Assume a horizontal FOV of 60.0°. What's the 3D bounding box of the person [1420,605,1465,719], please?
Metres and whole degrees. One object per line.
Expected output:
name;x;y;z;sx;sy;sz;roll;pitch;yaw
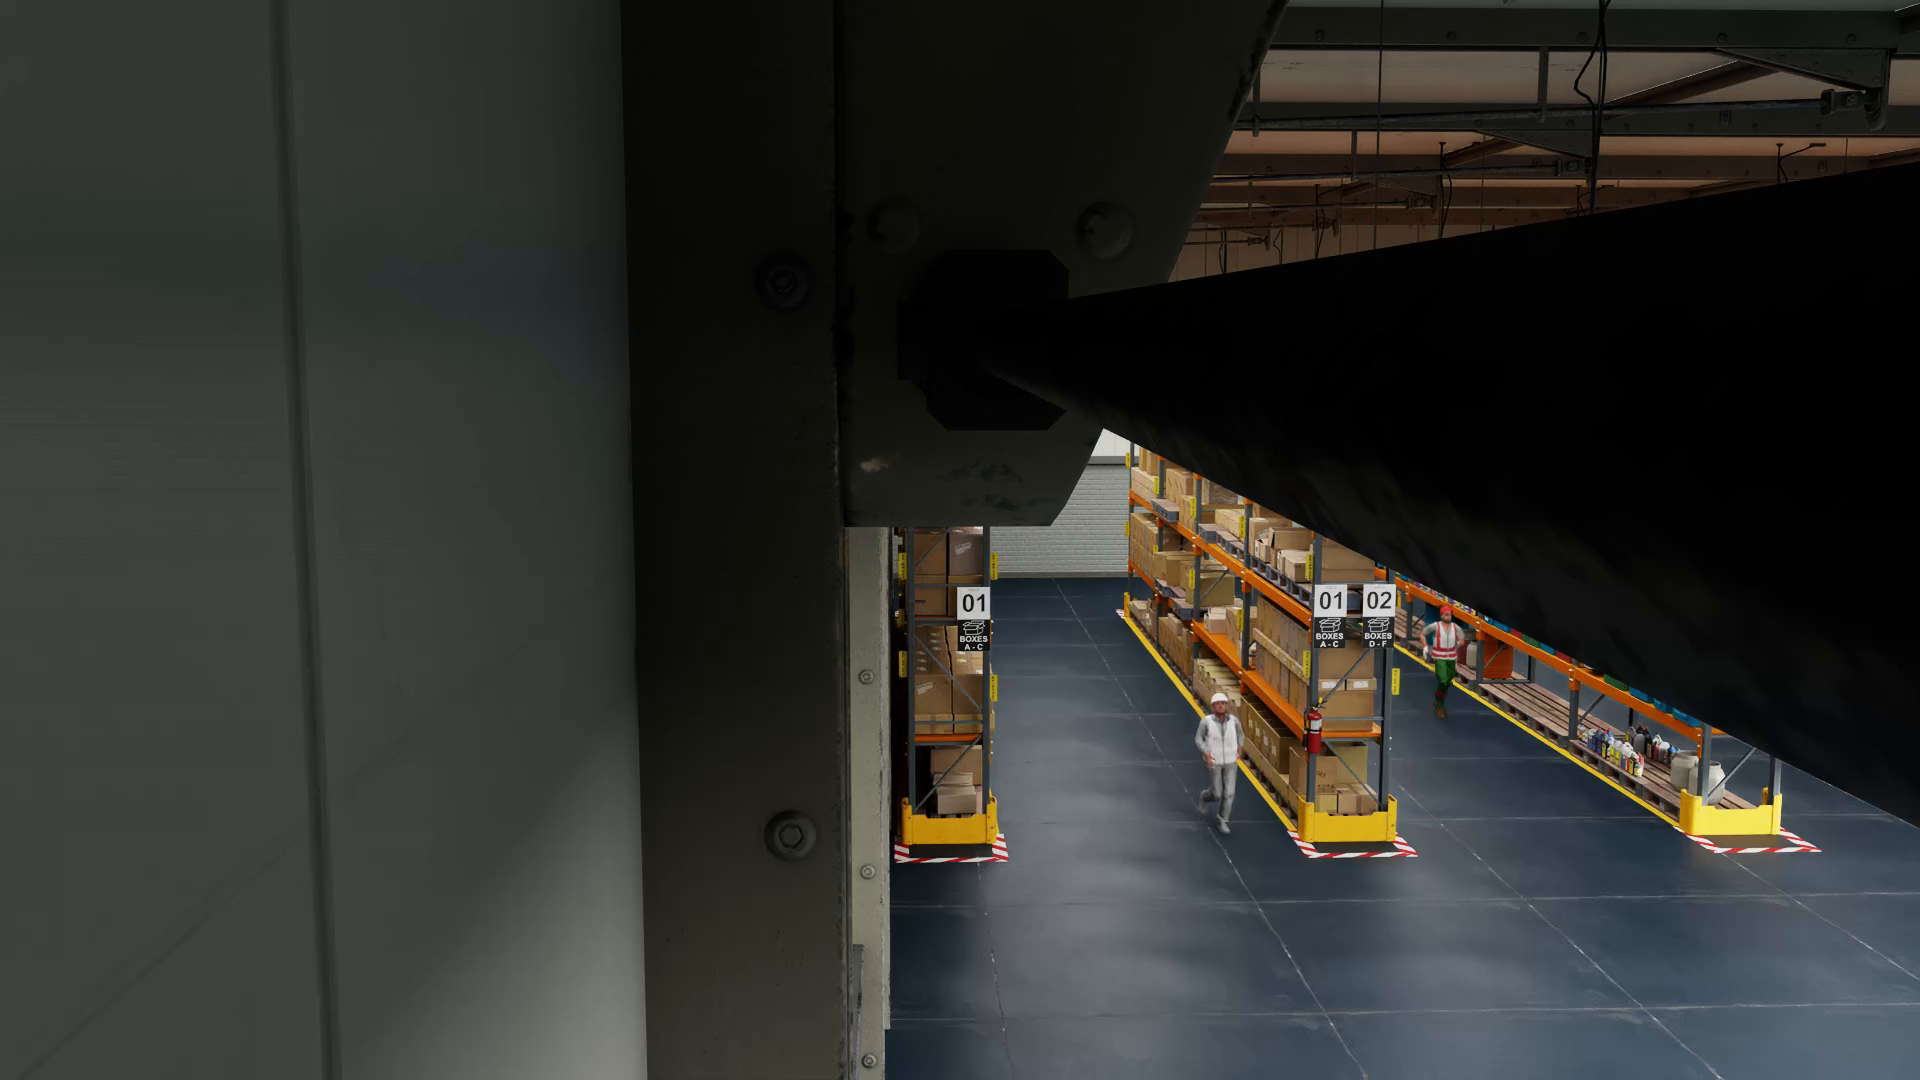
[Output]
person;7.888;1.980;27.095;0.642;1.838;0.763;-1;7;-10

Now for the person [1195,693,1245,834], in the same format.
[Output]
person;3.311;2.795;21.063;0.650;1.735;0.656;-1;7;-5
